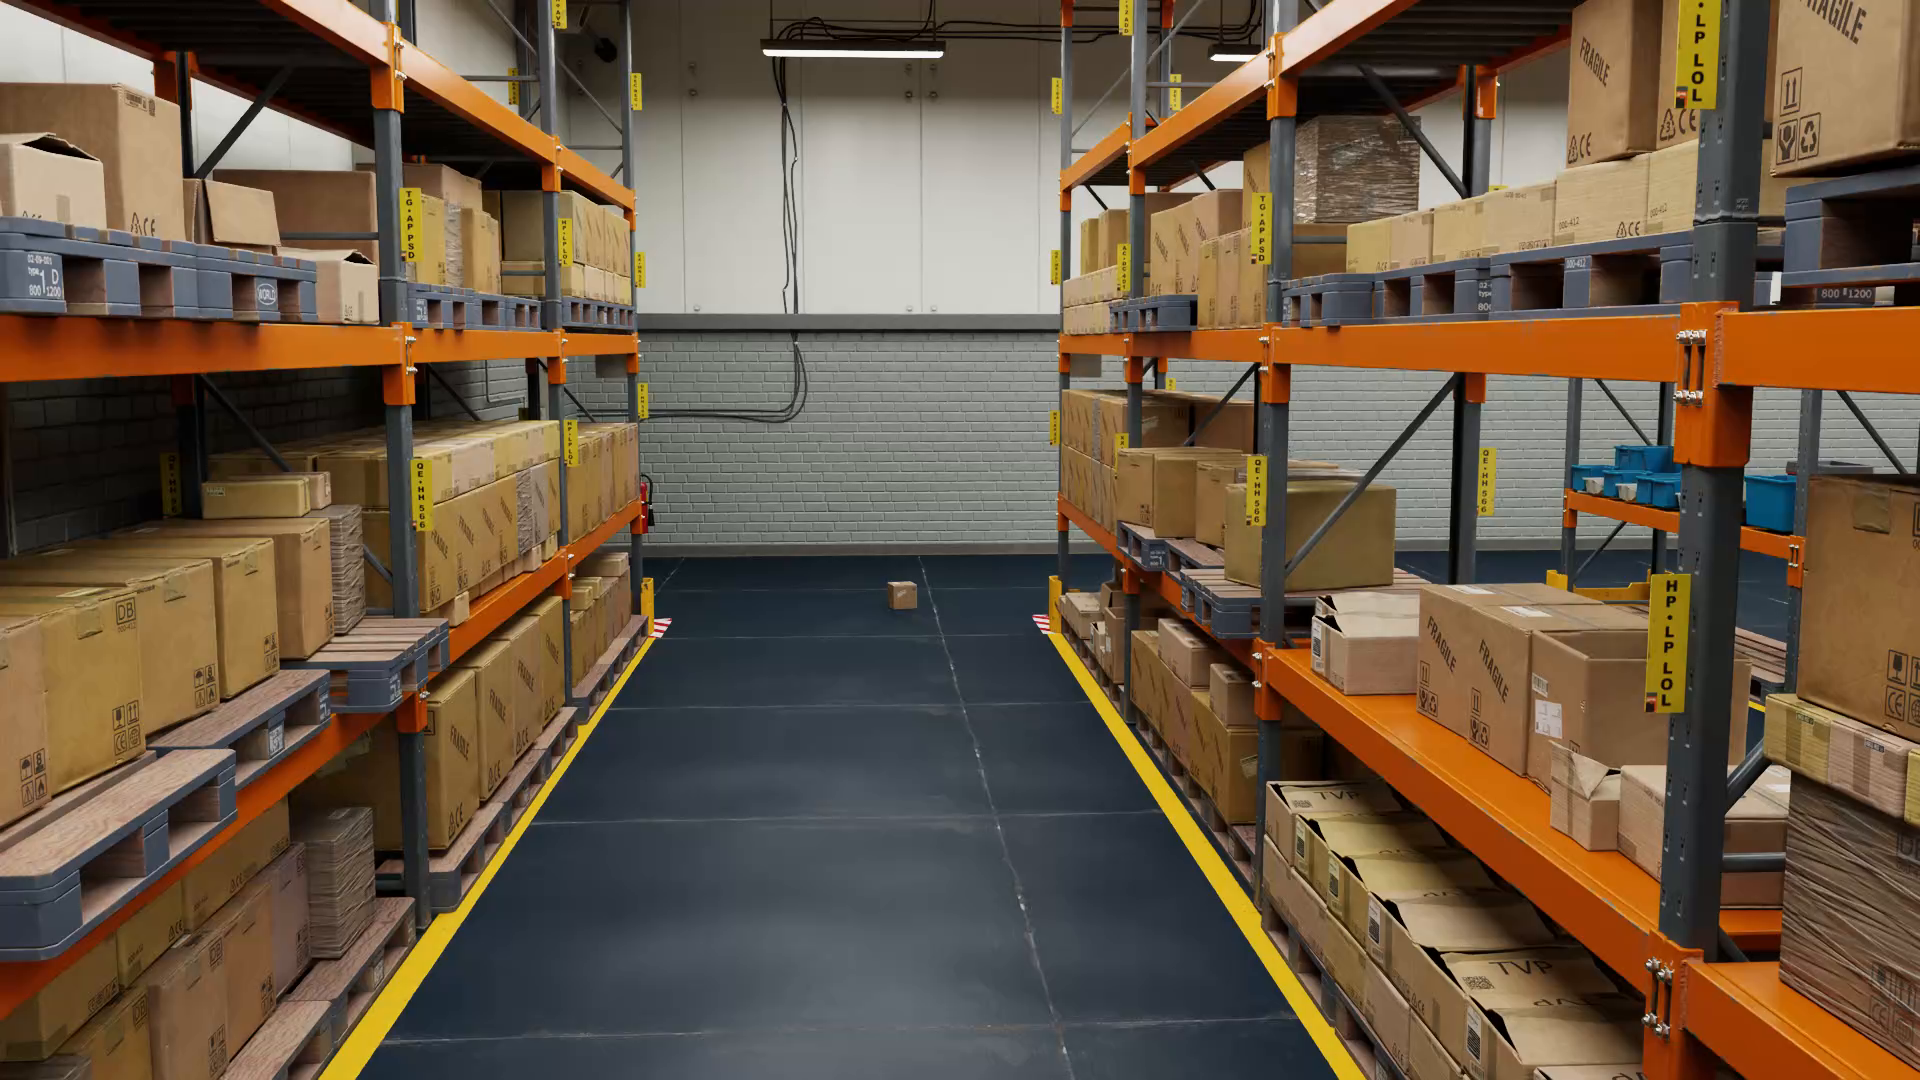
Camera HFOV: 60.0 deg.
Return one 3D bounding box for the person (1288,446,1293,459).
[{"bbox_3d":[3.257,-0.130,16.618,0.859,1.758,0.615,4,8,29],"label":"person"}]
